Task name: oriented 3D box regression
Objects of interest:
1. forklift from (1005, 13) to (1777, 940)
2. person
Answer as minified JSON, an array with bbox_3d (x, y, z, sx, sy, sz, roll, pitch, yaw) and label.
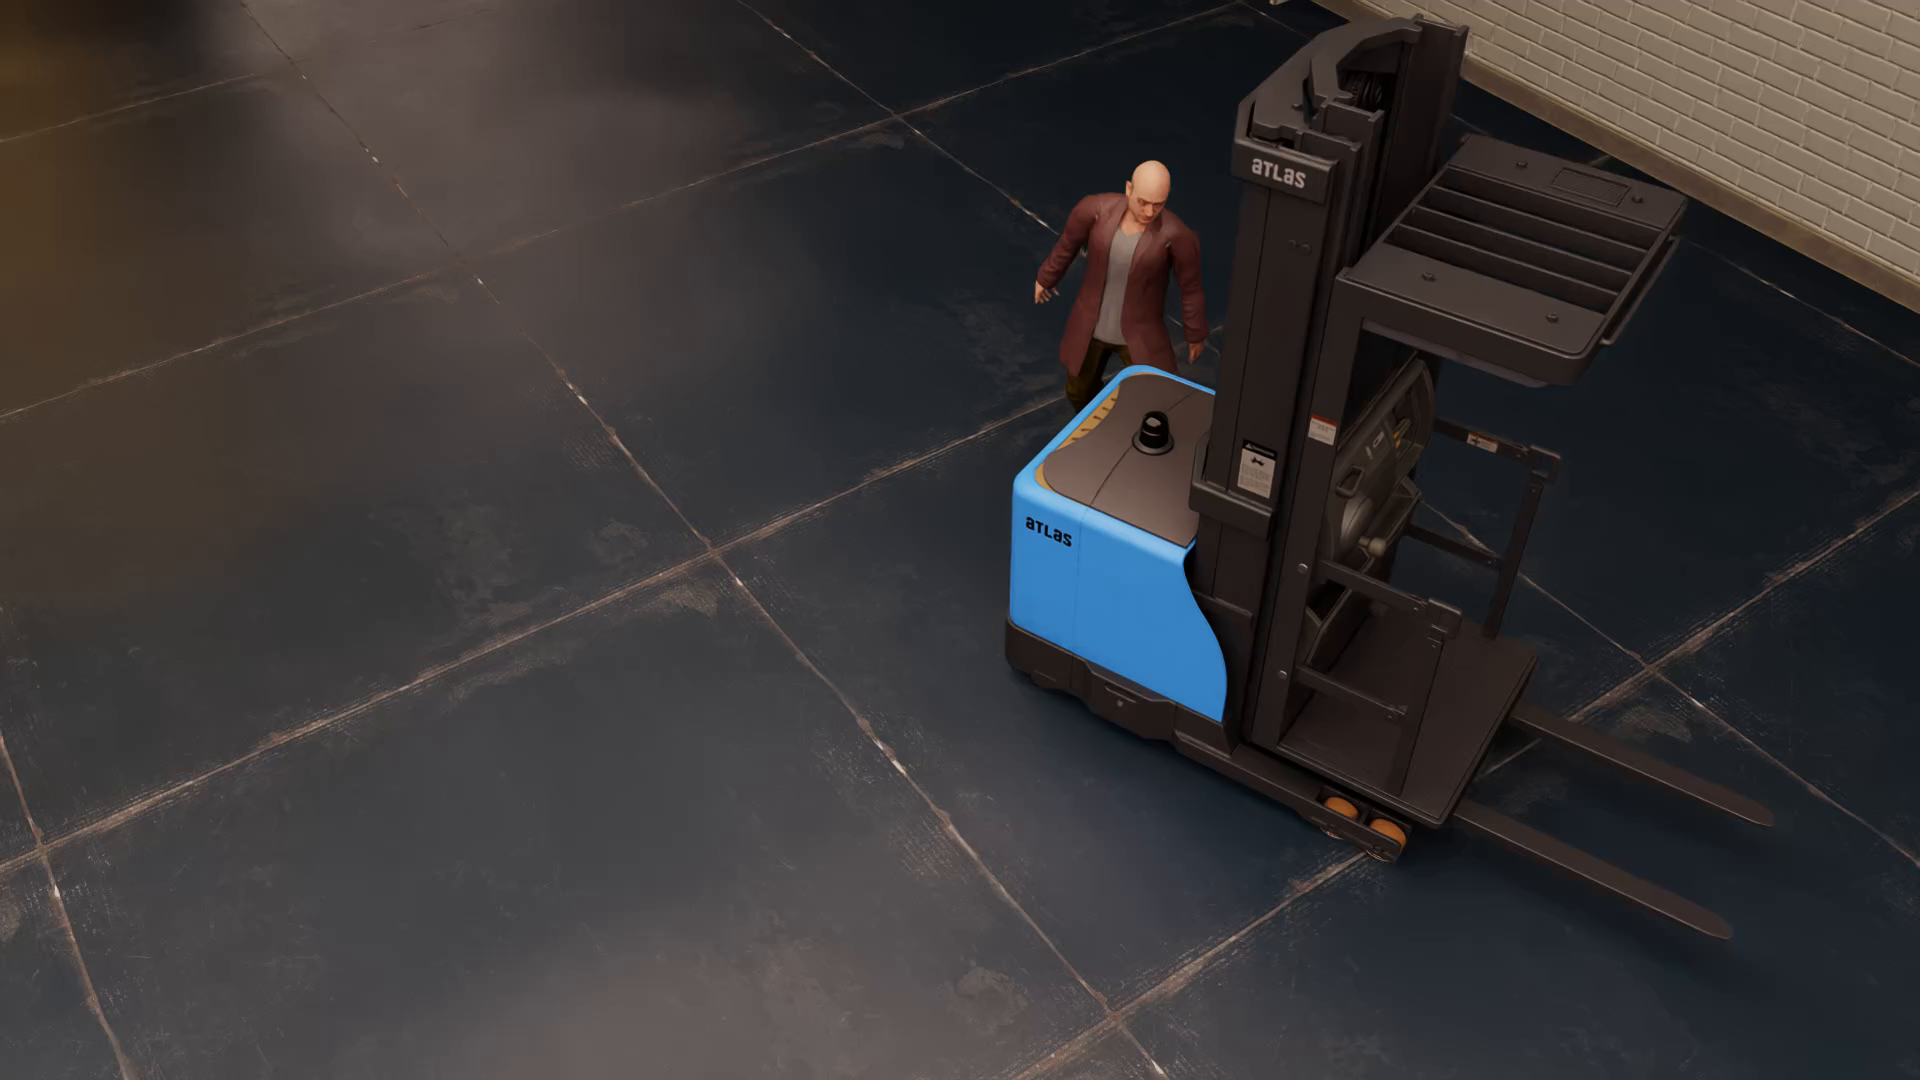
[{"bbox_3d":[1.701,-0.235,5.971,3.031,2.935,1.130,25,48,24],"label":"forklift"},{"bbox_3d":[0.759,-1.029,7.721,0.934,1.748,0.557,20,46,20],"label":"person"}]
